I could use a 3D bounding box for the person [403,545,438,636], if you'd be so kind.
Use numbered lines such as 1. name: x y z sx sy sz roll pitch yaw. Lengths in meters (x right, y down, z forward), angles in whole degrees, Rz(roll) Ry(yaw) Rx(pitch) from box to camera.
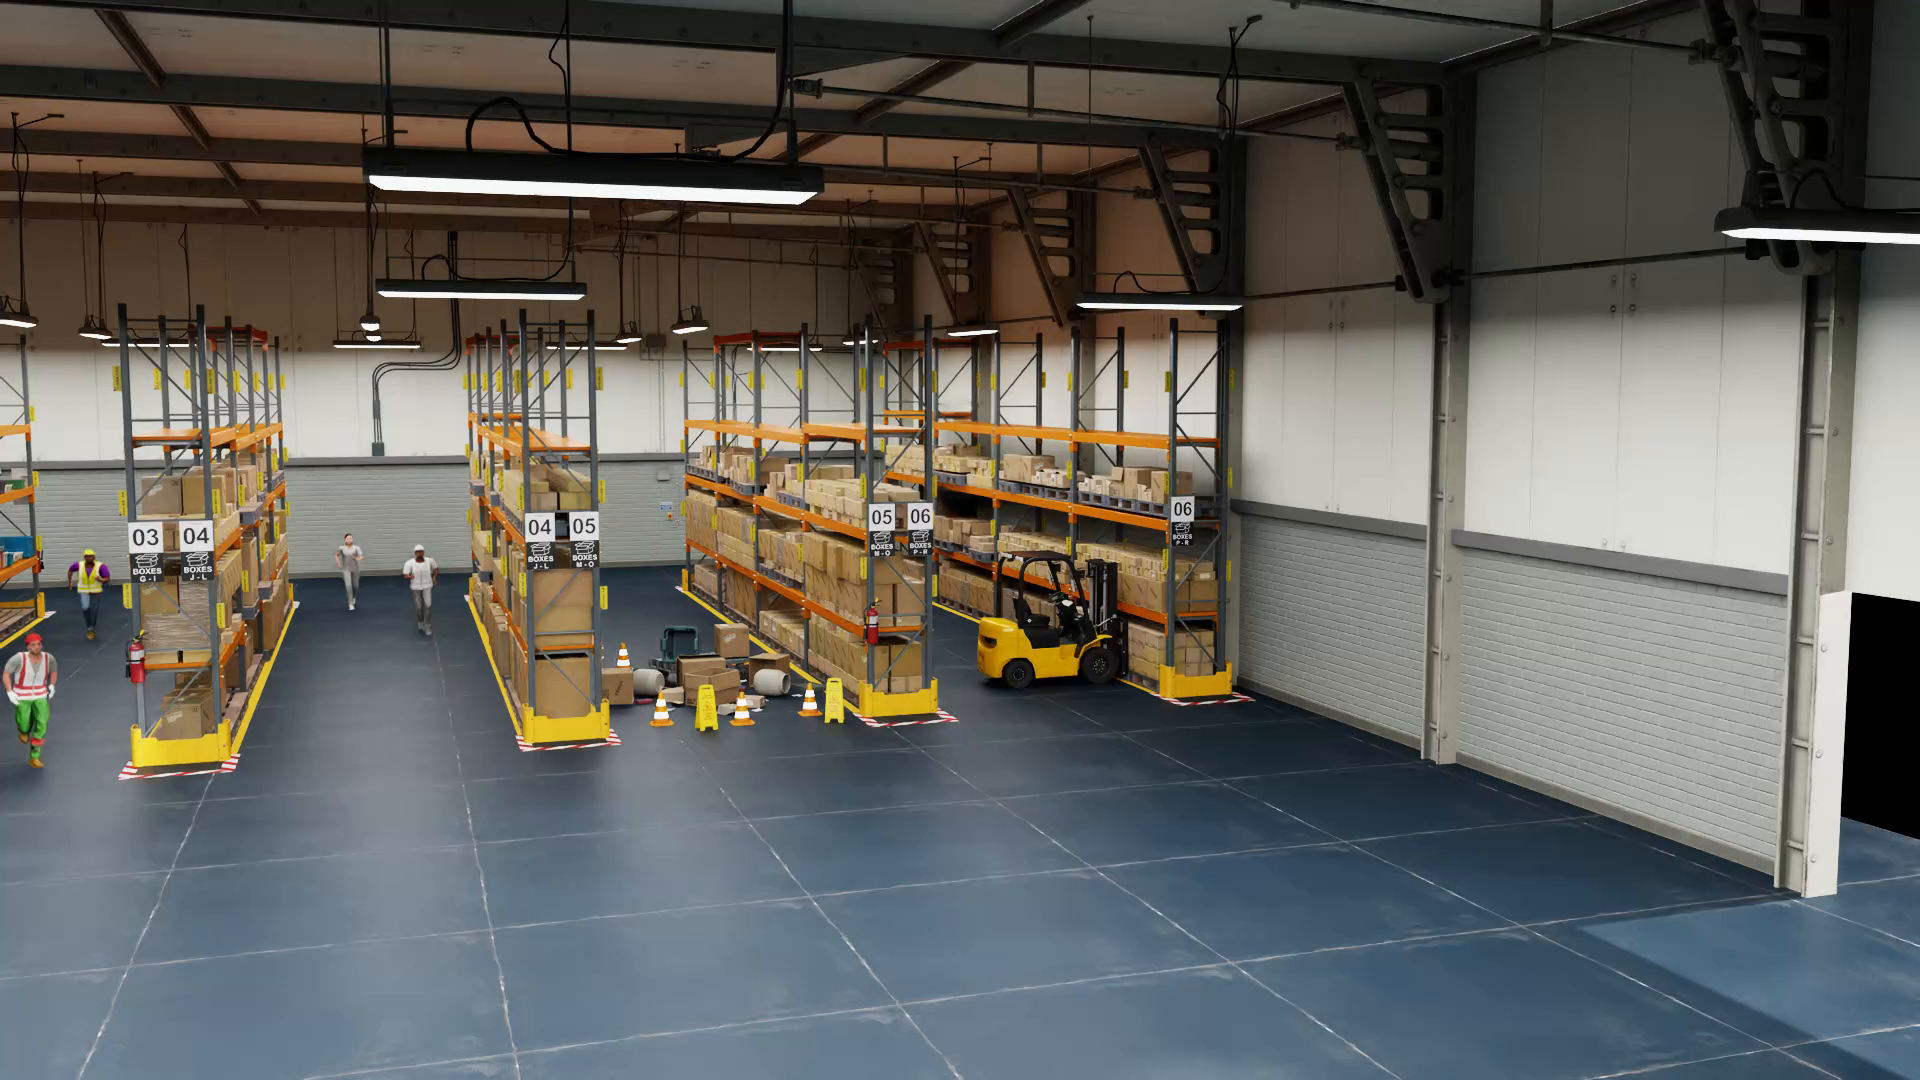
1. person: -10.724 0.998 33.071 0.654 1.824 0.762 -2 6 -18

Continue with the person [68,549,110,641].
1. person: -16.986 1.058 32.459 0.729 1.789 0.839 -3 6 -27

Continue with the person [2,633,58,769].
1. person: -12.219 2.080 21.880 0.662 1.758 0.895 -5 7 -41

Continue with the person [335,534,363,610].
1. person: -13.454 0.726 36.684 0.571 1.550 0.922 -3 6 -27
